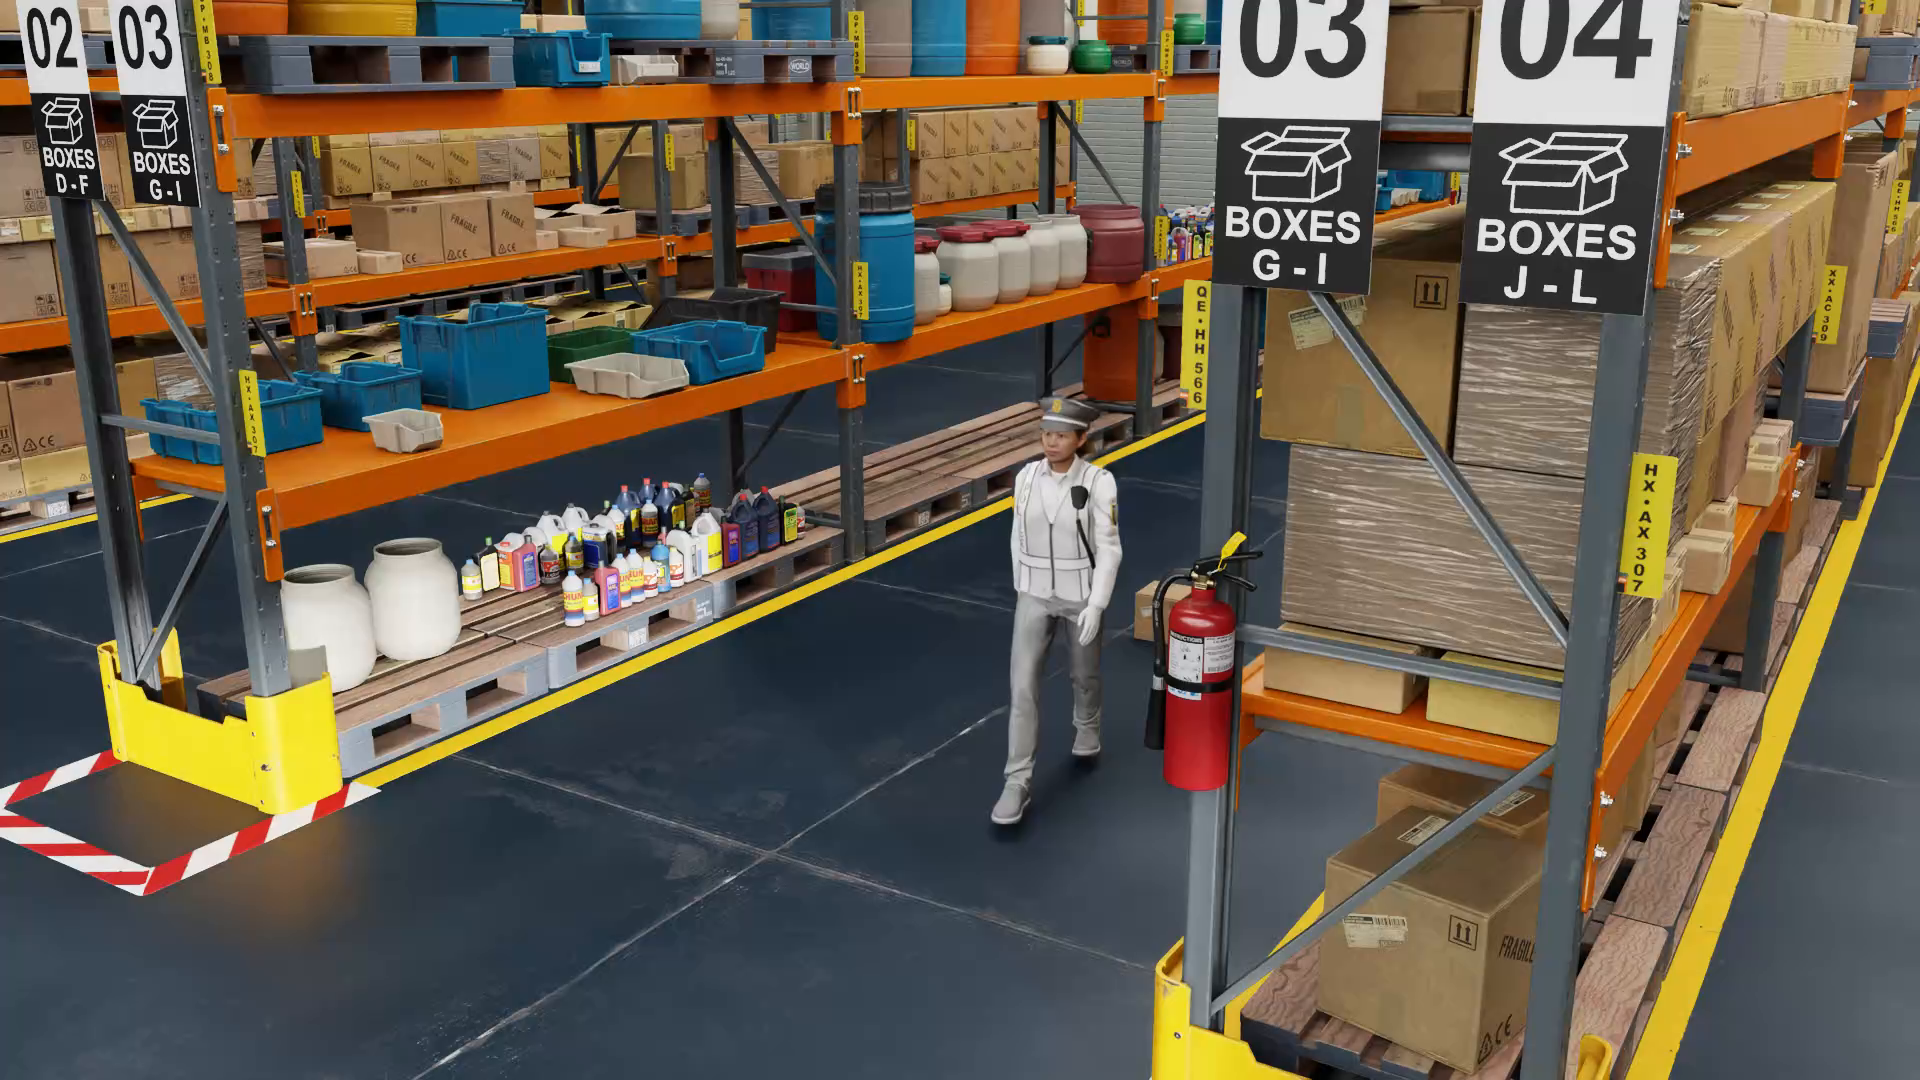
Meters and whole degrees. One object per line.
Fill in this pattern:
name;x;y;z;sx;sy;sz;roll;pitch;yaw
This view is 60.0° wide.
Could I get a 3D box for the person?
person;0.399;0.223;6.666;0.496;1.620;1.009;5;17;16
